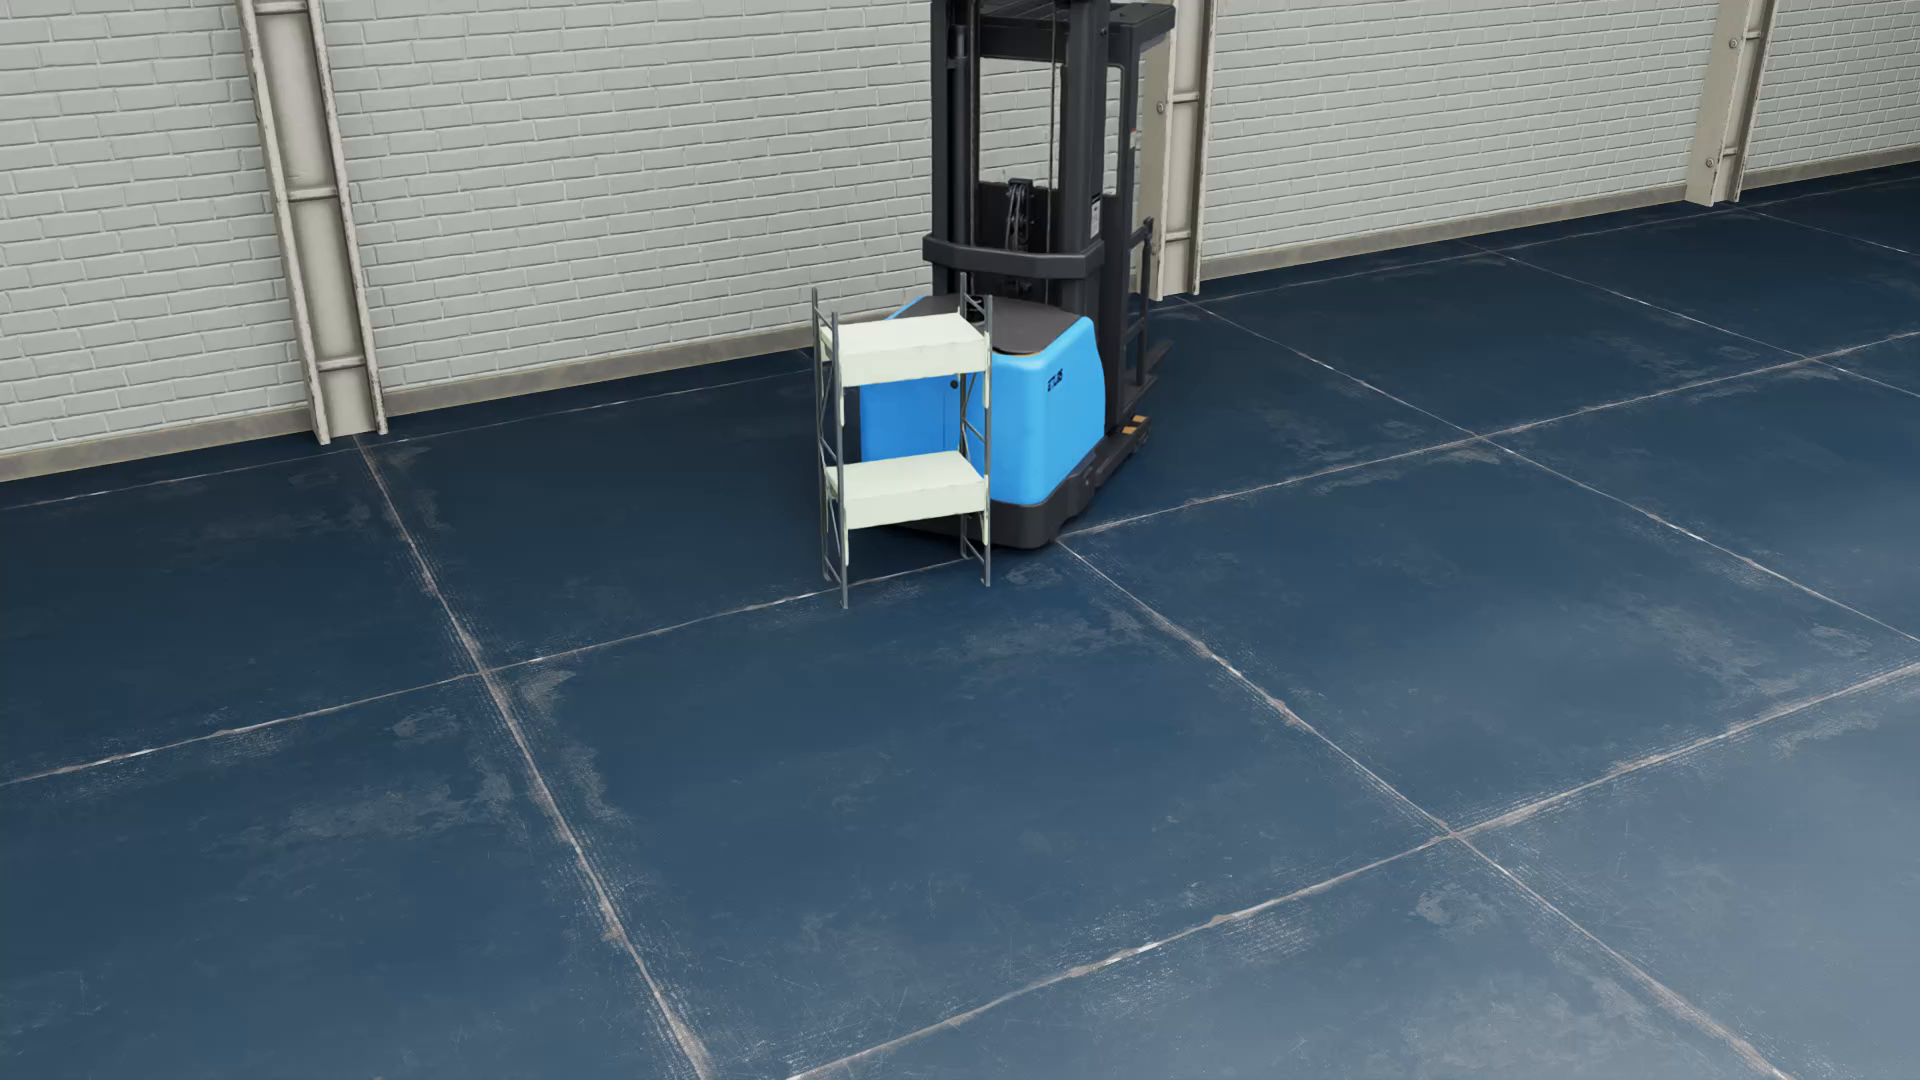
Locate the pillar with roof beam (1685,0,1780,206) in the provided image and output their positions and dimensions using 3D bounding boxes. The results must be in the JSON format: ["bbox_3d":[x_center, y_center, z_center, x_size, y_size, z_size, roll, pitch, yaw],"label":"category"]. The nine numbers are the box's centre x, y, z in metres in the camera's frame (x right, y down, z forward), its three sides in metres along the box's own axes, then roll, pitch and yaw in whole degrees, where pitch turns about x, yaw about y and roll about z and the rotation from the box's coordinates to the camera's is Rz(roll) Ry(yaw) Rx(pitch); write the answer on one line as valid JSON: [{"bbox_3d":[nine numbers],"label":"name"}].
[{"bbox_3d":[8.896,-5.524,9.859,0.400,9.000,9.100,-13,29,-25],"label":"pillar with roof beam"}]

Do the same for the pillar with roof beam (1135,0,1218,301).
[{"bbox_3d":[3.602,-4.302,7.314,0.400,9.000,9.100,-13,29,-25],"label":"pillar with roof beam"}]

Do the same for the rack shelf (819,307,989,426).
[{"bbox_3d":[-0.272,-0.824,7.831,0.720,0.370,0.431,-8,27,-17],"label":"rack shelf"}]

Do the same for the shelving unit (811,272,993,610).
[{"bbox_3d":[-0.272,-0.472,8.000,0.755,1.500,0.431,-8,27,-17],"label":"shelving unit"}]

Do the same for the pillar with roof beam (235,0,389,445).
[{"bbox_3d":[-1.692,-3.080,4.769,0.400,9.000,9.100,-13,29,-25],"label":"pillar with roof beam"}]

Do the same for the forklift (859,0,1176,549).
[{"bbox_3d":[0.507,-1.889,9.298,1.130,2.935,3.031,10,28,21],"label":"forklift"}]

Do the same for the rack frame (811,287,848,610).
[{"bbox_3d":[-0.618,-0.420,7.893,0.023,1.500,0.400,-8,27,-17],"label":"rack frame"}]

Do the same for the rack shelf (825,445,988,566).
[{"bbox_3d":[-0.272,-0.178,8.141,0.720,0.370,0.431,-8,27,-17],"label":"rack shelf"}]

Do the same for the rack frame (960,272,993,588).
[{"bbox_3d":[0.075,-0.523,8.107,0.023,1.500,0.400,-8,27,-17],"label":"rack frame"}]
